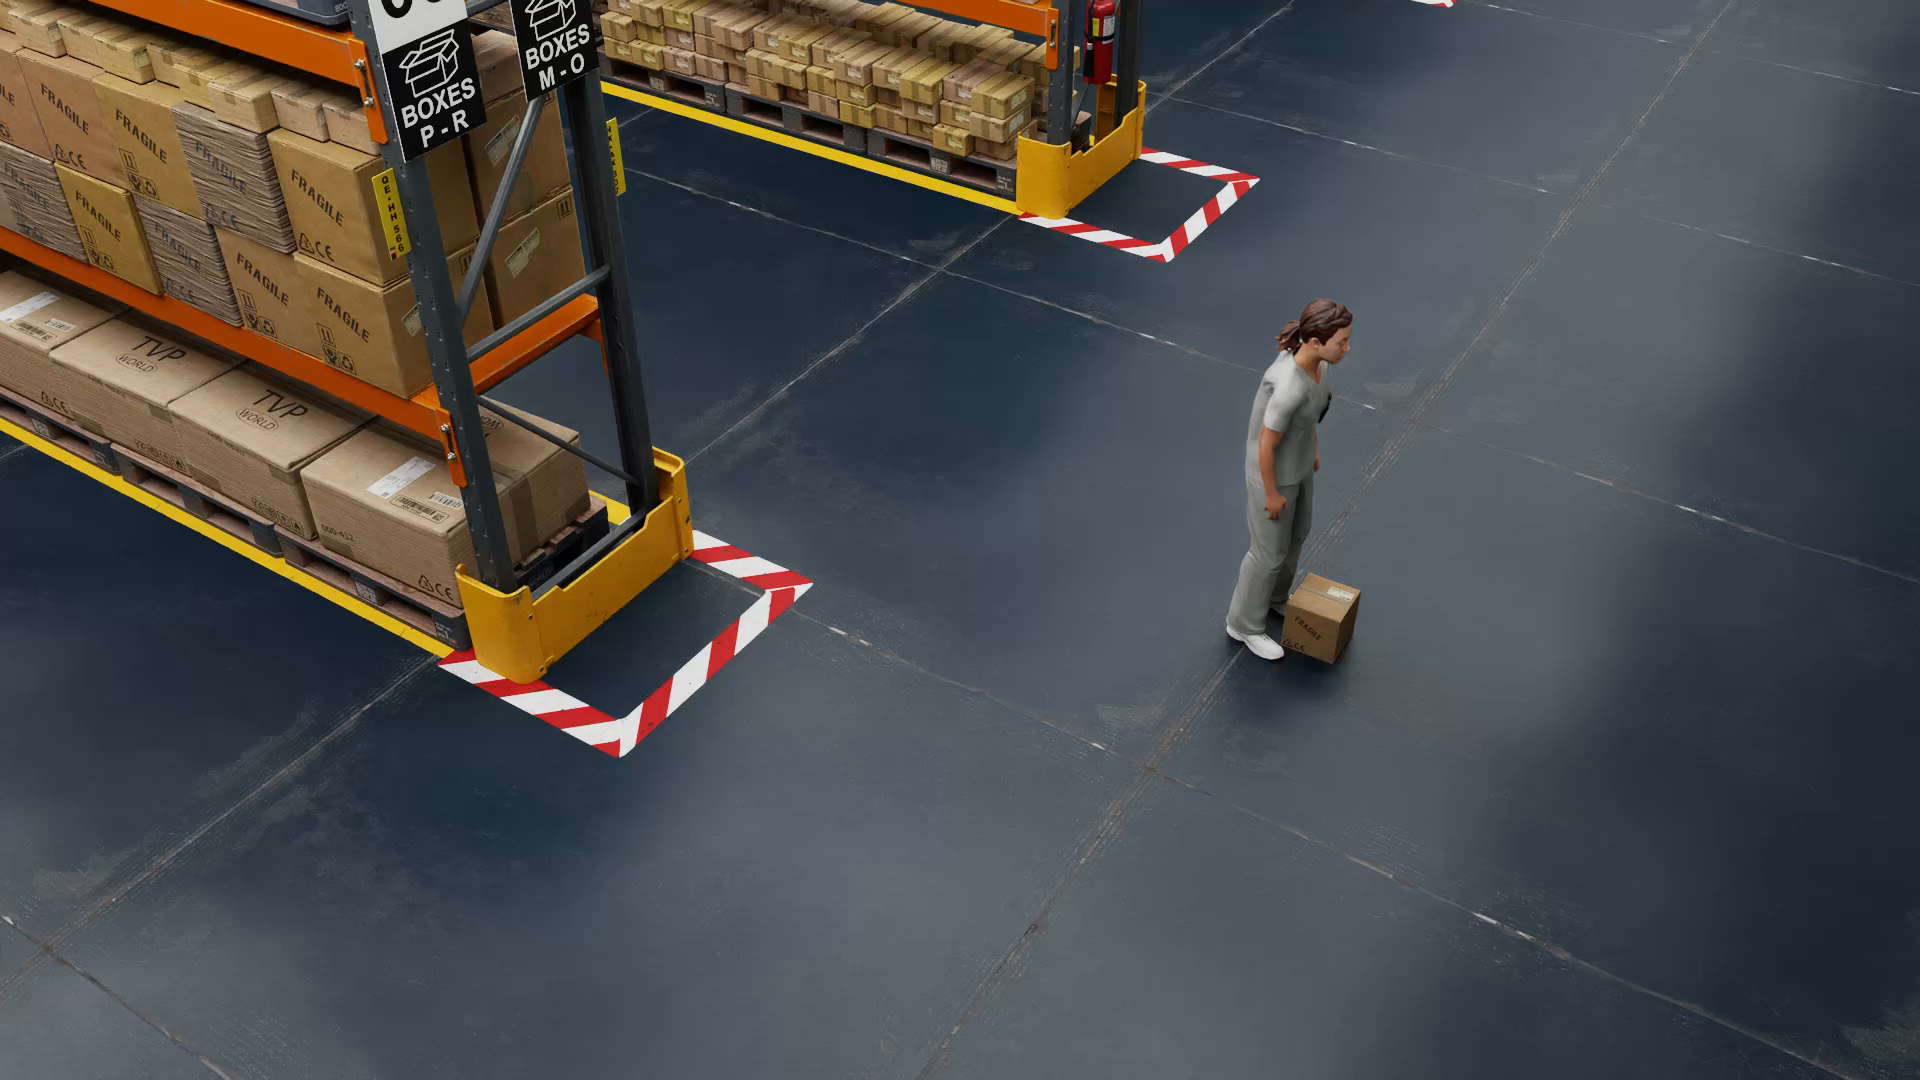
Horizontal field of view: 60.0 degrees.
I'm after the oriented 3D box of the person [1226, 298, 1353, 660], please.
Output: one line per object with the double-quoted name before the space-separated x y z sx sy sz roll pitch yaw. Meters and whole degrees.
"person" 1.388 -0.287 7.041 0.353 1.673 0.492 21 43 24
